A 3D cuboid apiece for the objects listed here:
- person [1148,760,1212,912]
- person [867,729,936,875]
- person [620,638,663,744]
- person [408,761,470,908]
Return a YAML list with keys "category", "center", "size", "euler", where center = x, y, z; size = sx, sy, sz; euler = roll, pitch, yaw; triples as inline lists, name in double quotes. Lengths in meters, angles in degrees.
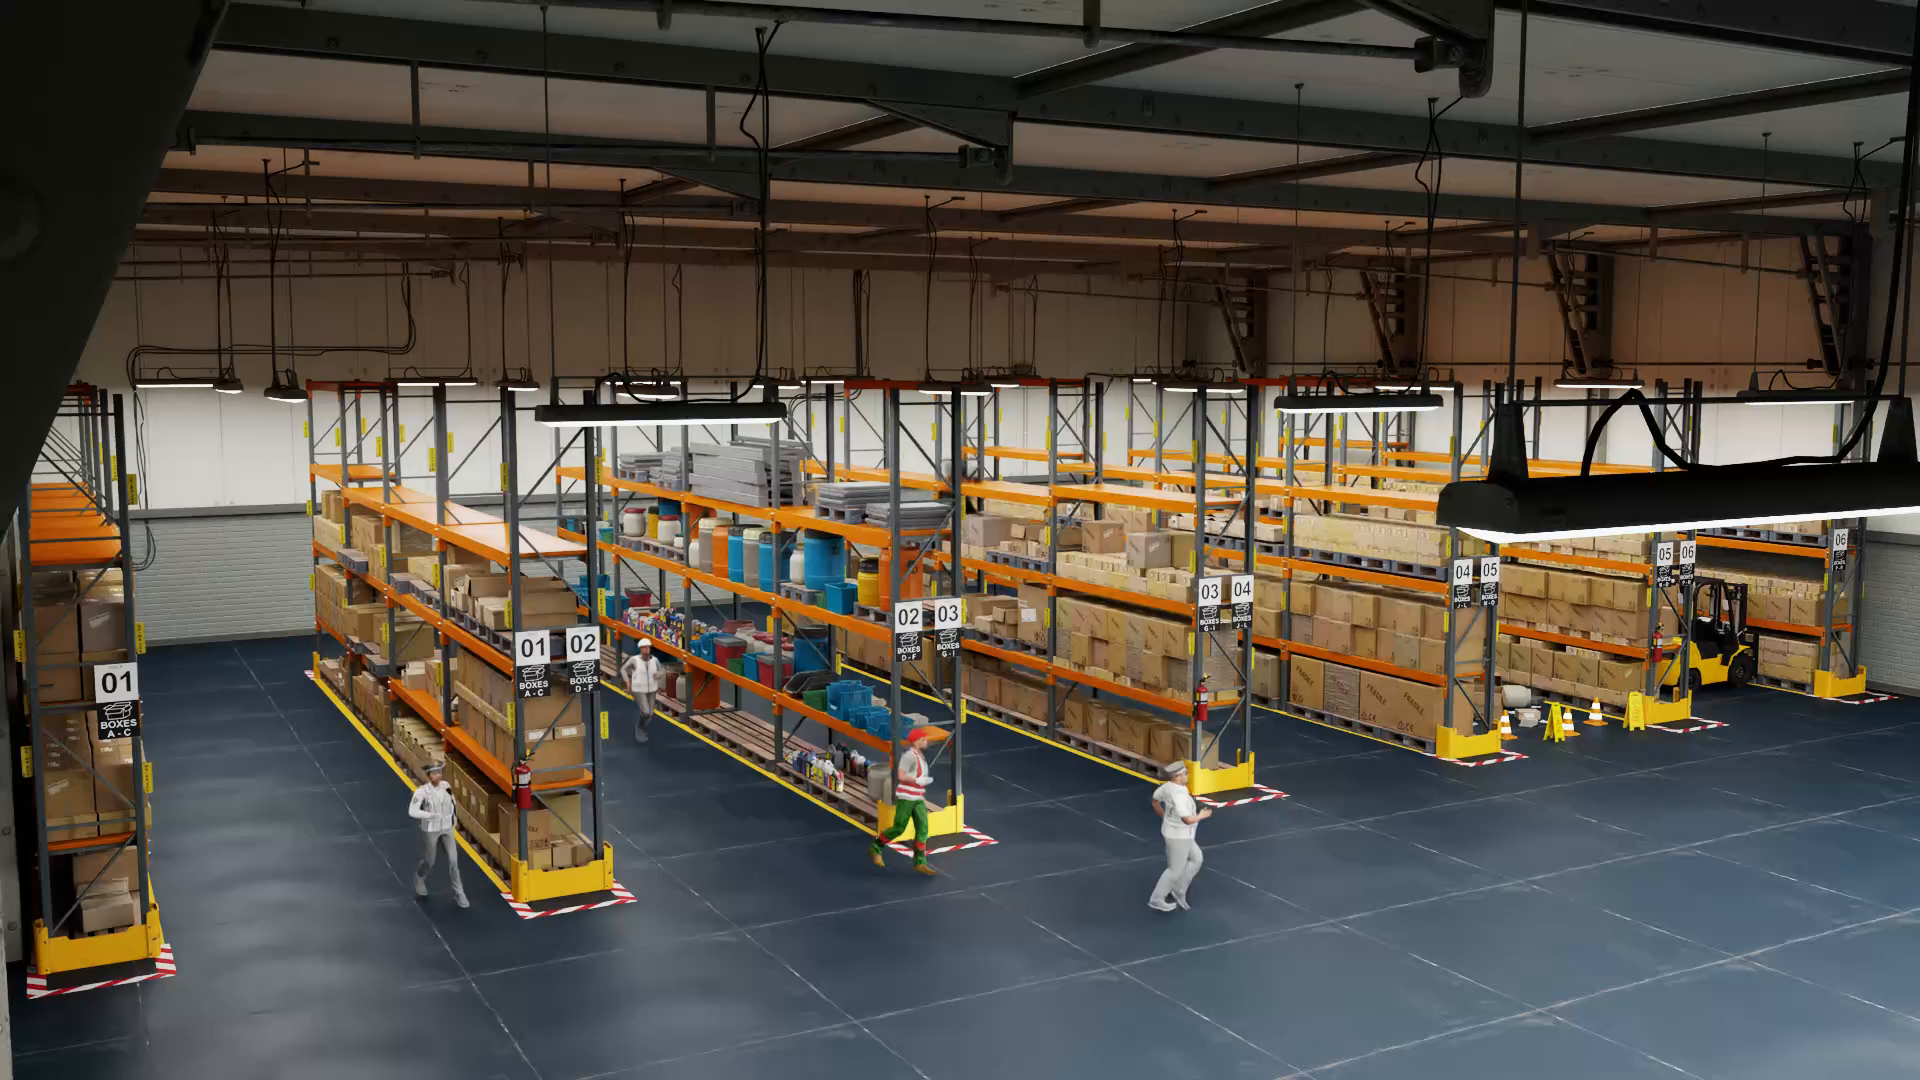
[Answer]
- category: "person"
  center: [2.536, 3.430, 19.153]
  size: [0.736, 1.818, 0.637]
  euler: [0, 6, -2]
- category: "person"
  center: [-0.618, 3.238, 20.841]
  size: [0.952, 1.757, 0.672]
  euler: [3, 7, 26]
- category: "person"
  center: [-5.234, 2.512, 27.658]
  size: [0.644, 1.749, 0.642]
  euler: [-4, 8, -36]
- category: "person"
  center: [-6.121, 3.398, 19.427]
  size: [0.633, 1.699, 0.912]
  euler: [-5, 8, -41]
